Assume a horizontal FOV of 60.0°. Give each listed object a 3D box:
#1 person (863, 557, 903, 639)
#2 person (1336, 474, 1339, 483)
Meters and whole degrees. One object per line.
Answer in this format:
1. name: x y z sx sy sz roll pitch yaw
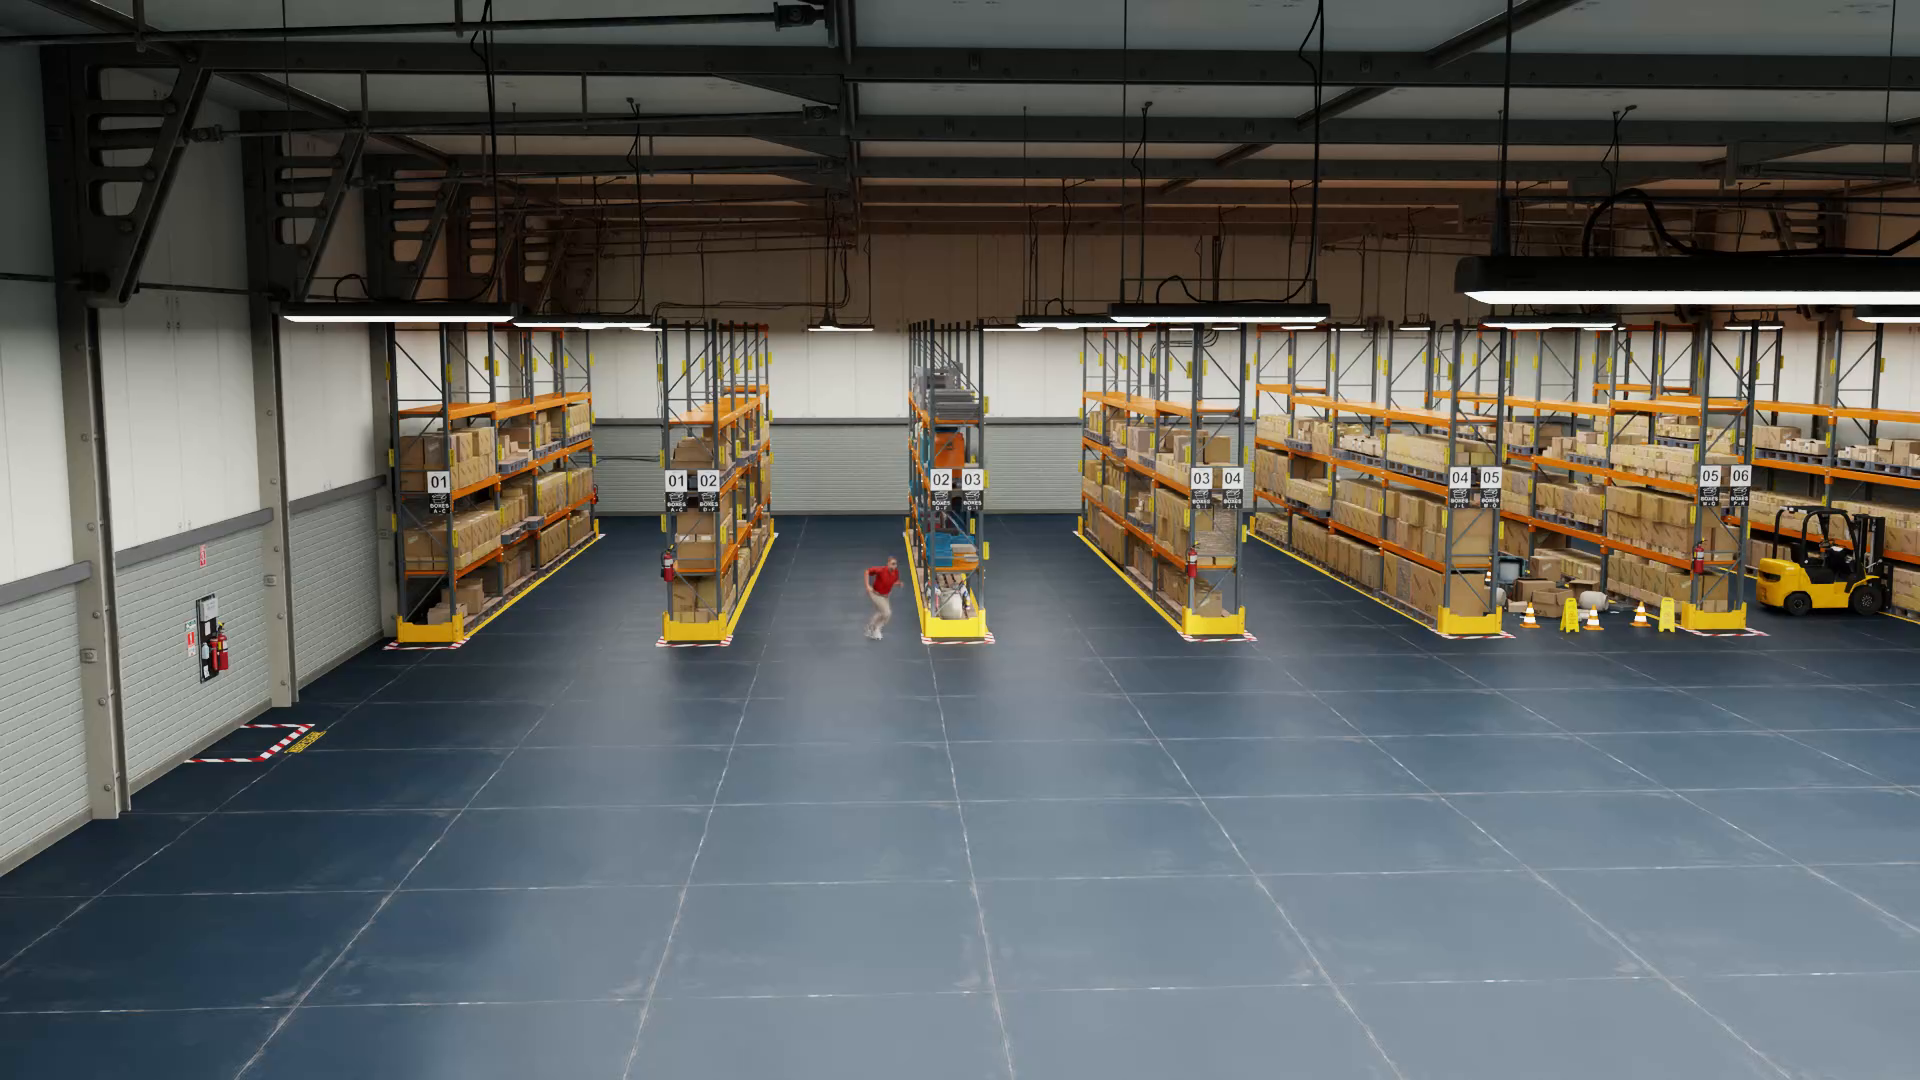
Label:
1. person: -1.466 1.087 31.044 0.937 1.588 0.679 6 9 39
2. person: 10.756 -0.996 47.251 0.687 1.730 1.010 -4 8 -32
